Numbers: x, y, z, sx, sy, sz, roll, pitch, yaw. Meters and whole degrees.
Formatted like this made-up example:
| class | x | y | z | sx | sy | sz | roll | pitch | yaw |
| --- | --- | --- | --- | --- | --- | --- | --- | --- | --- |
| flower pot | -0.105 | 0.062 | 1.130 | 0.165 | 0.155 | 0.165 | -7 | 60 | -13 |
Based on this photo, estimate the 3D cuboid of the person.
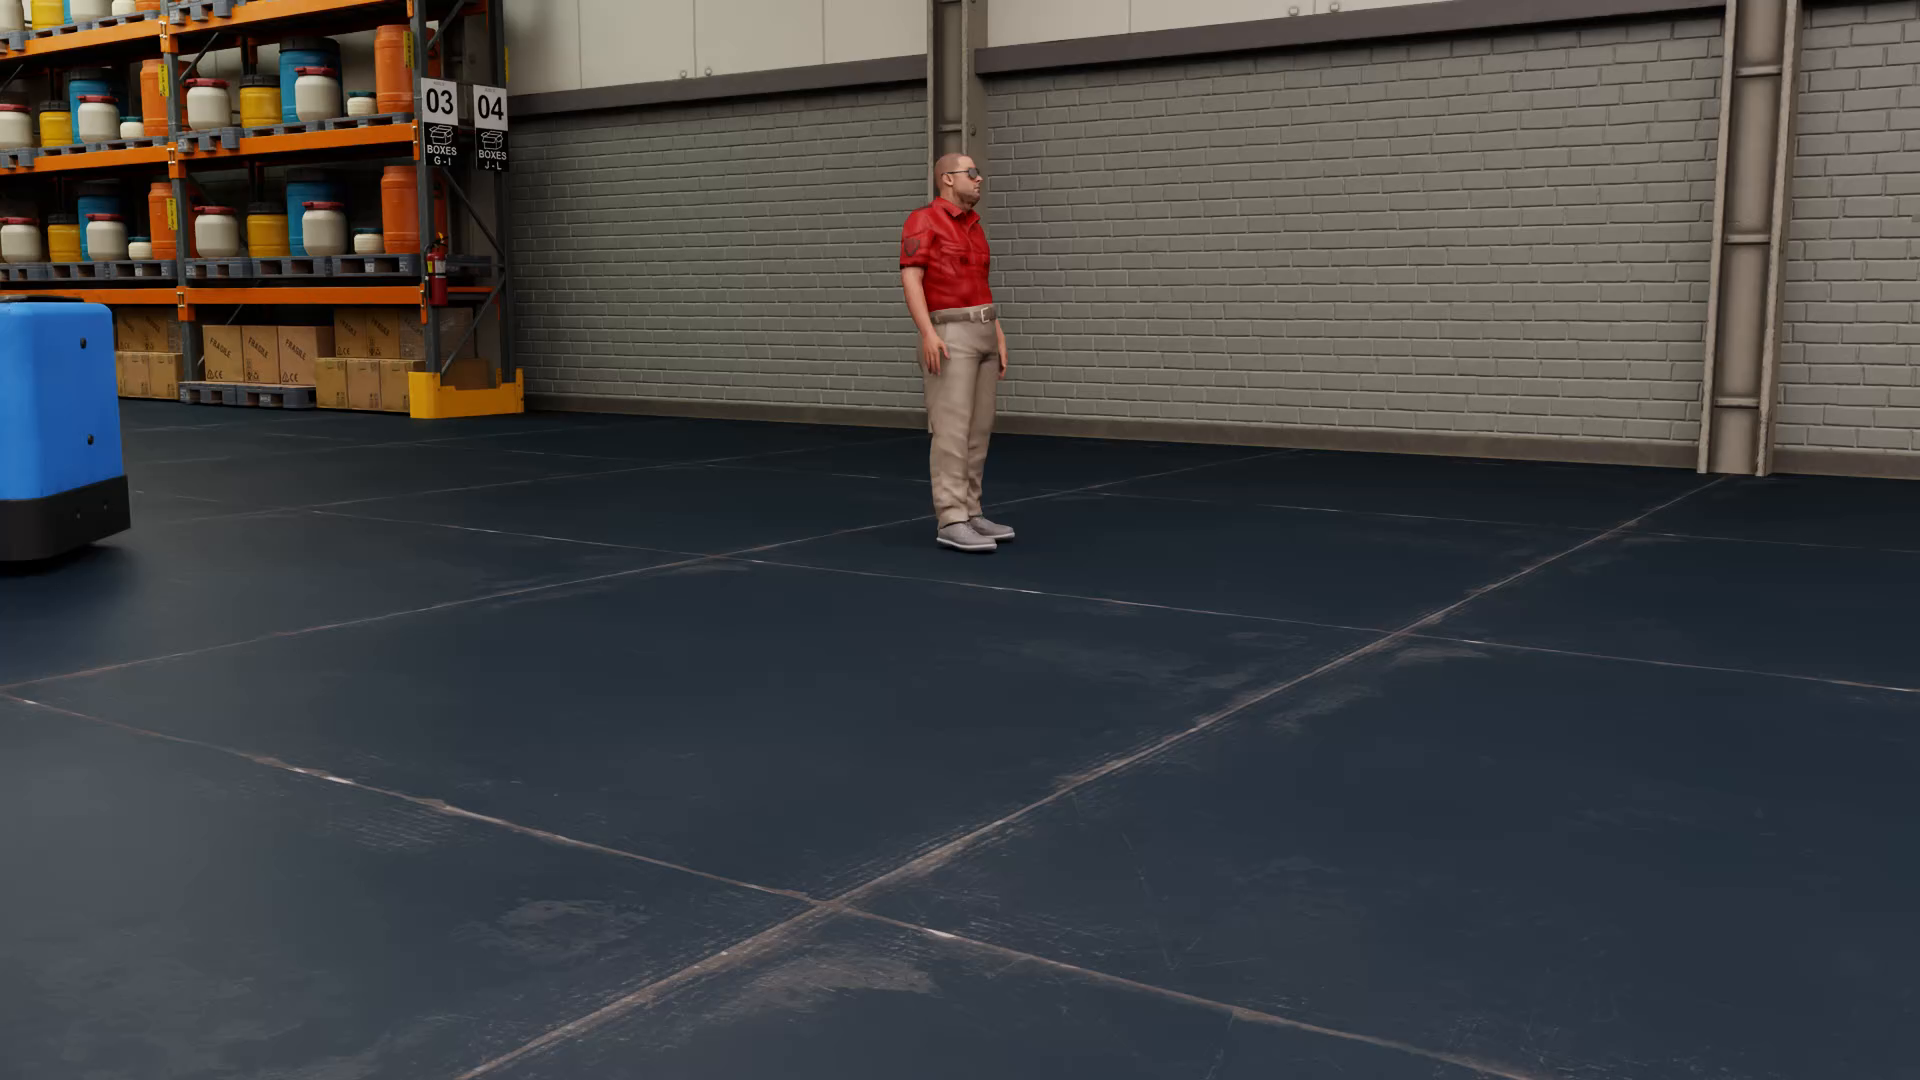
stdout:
| class | x | y | z | sx | sy | sz | roll | pitch | yaw |
| --- | --- | --- | --- | --- | --- | --- | --- | --- | --- |
| person | 0.068 | -0.854 | 7.421 | 0.551 | 1.727 | 0.640 | 5 | 10 | 34 |

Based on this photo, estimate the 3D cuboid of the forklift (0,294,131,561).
| class | x | y | z | sx | sy | sz | roll | pitch | yaw |
| --- | --- | --- | --- | --- | --- | --- | --- | --- | --- |
| forklift | -5.167 | -1.344 | 6.645 | 3.031 | 2.935 | 1.130 | -1 | 8 | -8 |
